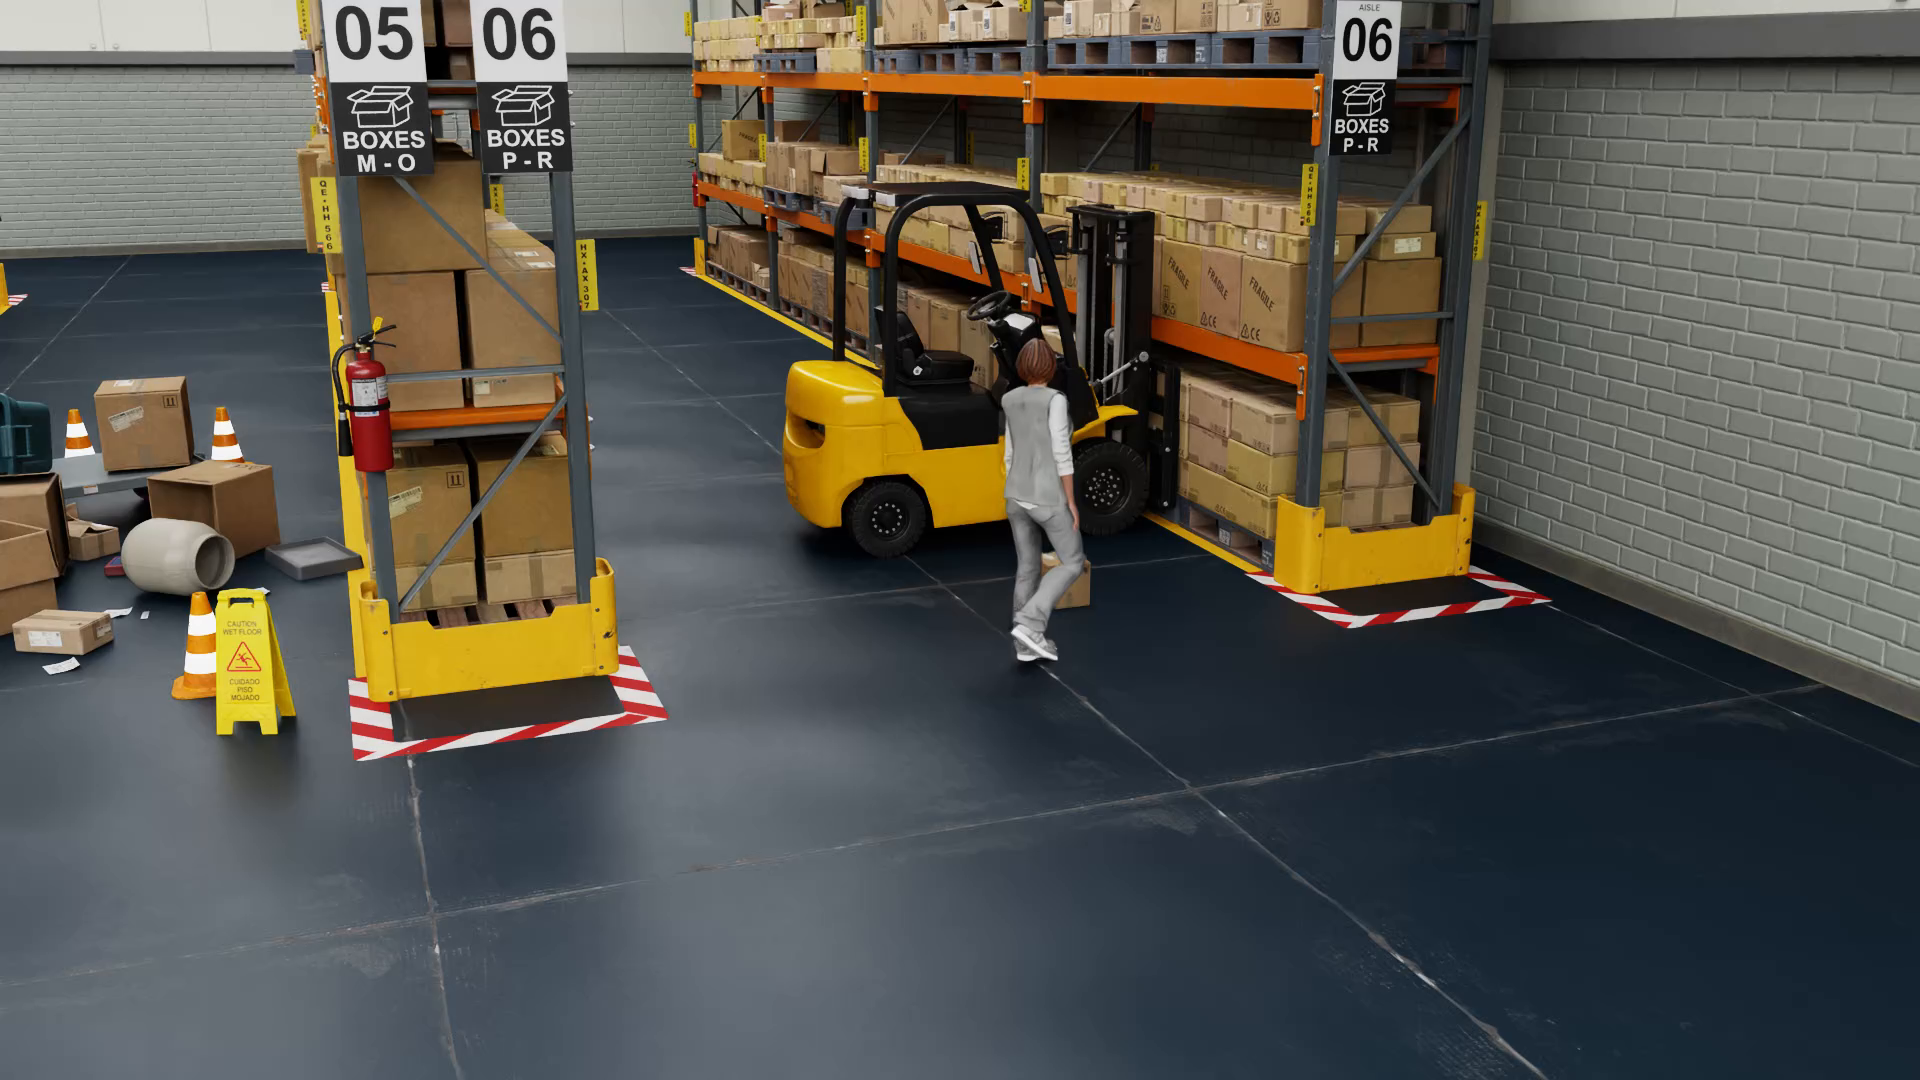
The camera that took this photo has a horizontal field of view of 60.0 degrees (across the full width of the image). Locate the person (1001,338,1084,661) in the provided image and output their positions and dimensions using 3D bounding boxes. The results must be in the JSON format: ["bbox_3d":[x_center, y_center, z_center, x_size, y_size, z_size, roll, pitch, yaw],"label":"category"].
[{"bbox_3d":[0.349,-0.162,8.062,0.469,1.594,0.457,15,21,42],"label":"person"}]
